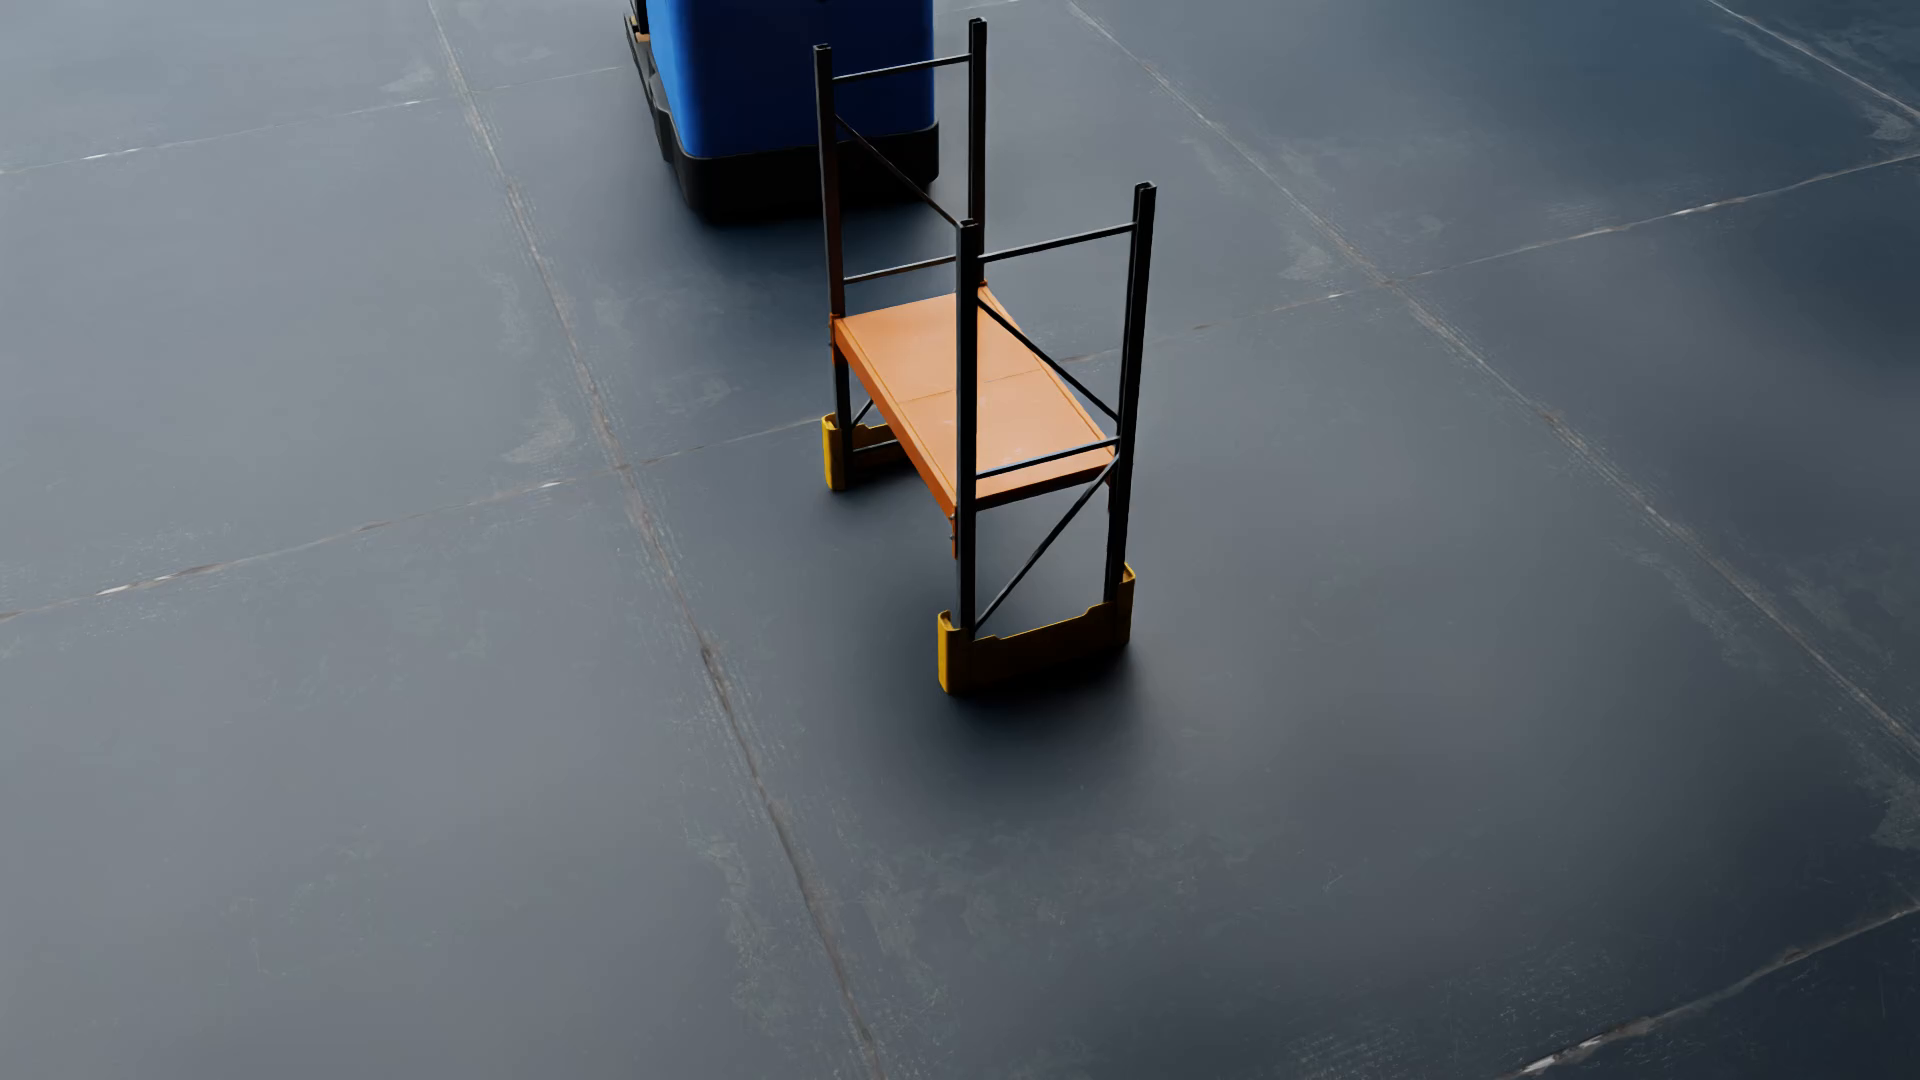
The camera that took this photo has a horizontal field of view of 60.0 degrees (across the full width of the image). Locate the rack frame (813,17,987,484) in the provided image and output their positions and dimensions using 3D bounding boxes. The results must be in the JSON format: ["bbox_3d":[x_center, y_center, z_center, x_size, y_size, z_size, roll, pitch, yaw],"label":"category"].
[{"bbox_3d":[-0.162,-0.823,5.057,0.500,1.500,0.032,-15,43,-17],"label":"rack frame"}]

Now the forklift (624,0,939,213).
[{"bbox_3d":[-0.975,-3.391,6.946,1.130,2.935,3.031,-10,42,-12],"label":"forklift"}]

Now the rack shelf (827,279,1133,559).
[{"bbox_3d":[0.033,-0.381,4.819,0.538,0.185,1.000,-15,43,-17],"label":"rack shelf"}]

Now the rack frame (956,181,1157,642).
[{"bbox_3d":[0.227,-0.211,4.345,0.500,1.500,0.032,-15,43,-17],"label":"rack frame"}]

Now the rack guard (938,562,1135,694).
[{"bbox_3d":[0.220,0.251,4.766,0.587,0.250,0.087,-15,43,-17],"label":"rack guard"}]

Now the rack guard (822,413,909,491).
[{"bbox_3d":[-0.161,-0.349,5.464,0.587,0.250,0.087,-15,43,-17],"label":"rack guard"}]

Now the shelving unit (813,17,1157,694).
[{"bbox_3d":[0.029,-0.523,4.708,0.587,1.500,1.083,-15,43,-17],"label":"shelving unit"}]
